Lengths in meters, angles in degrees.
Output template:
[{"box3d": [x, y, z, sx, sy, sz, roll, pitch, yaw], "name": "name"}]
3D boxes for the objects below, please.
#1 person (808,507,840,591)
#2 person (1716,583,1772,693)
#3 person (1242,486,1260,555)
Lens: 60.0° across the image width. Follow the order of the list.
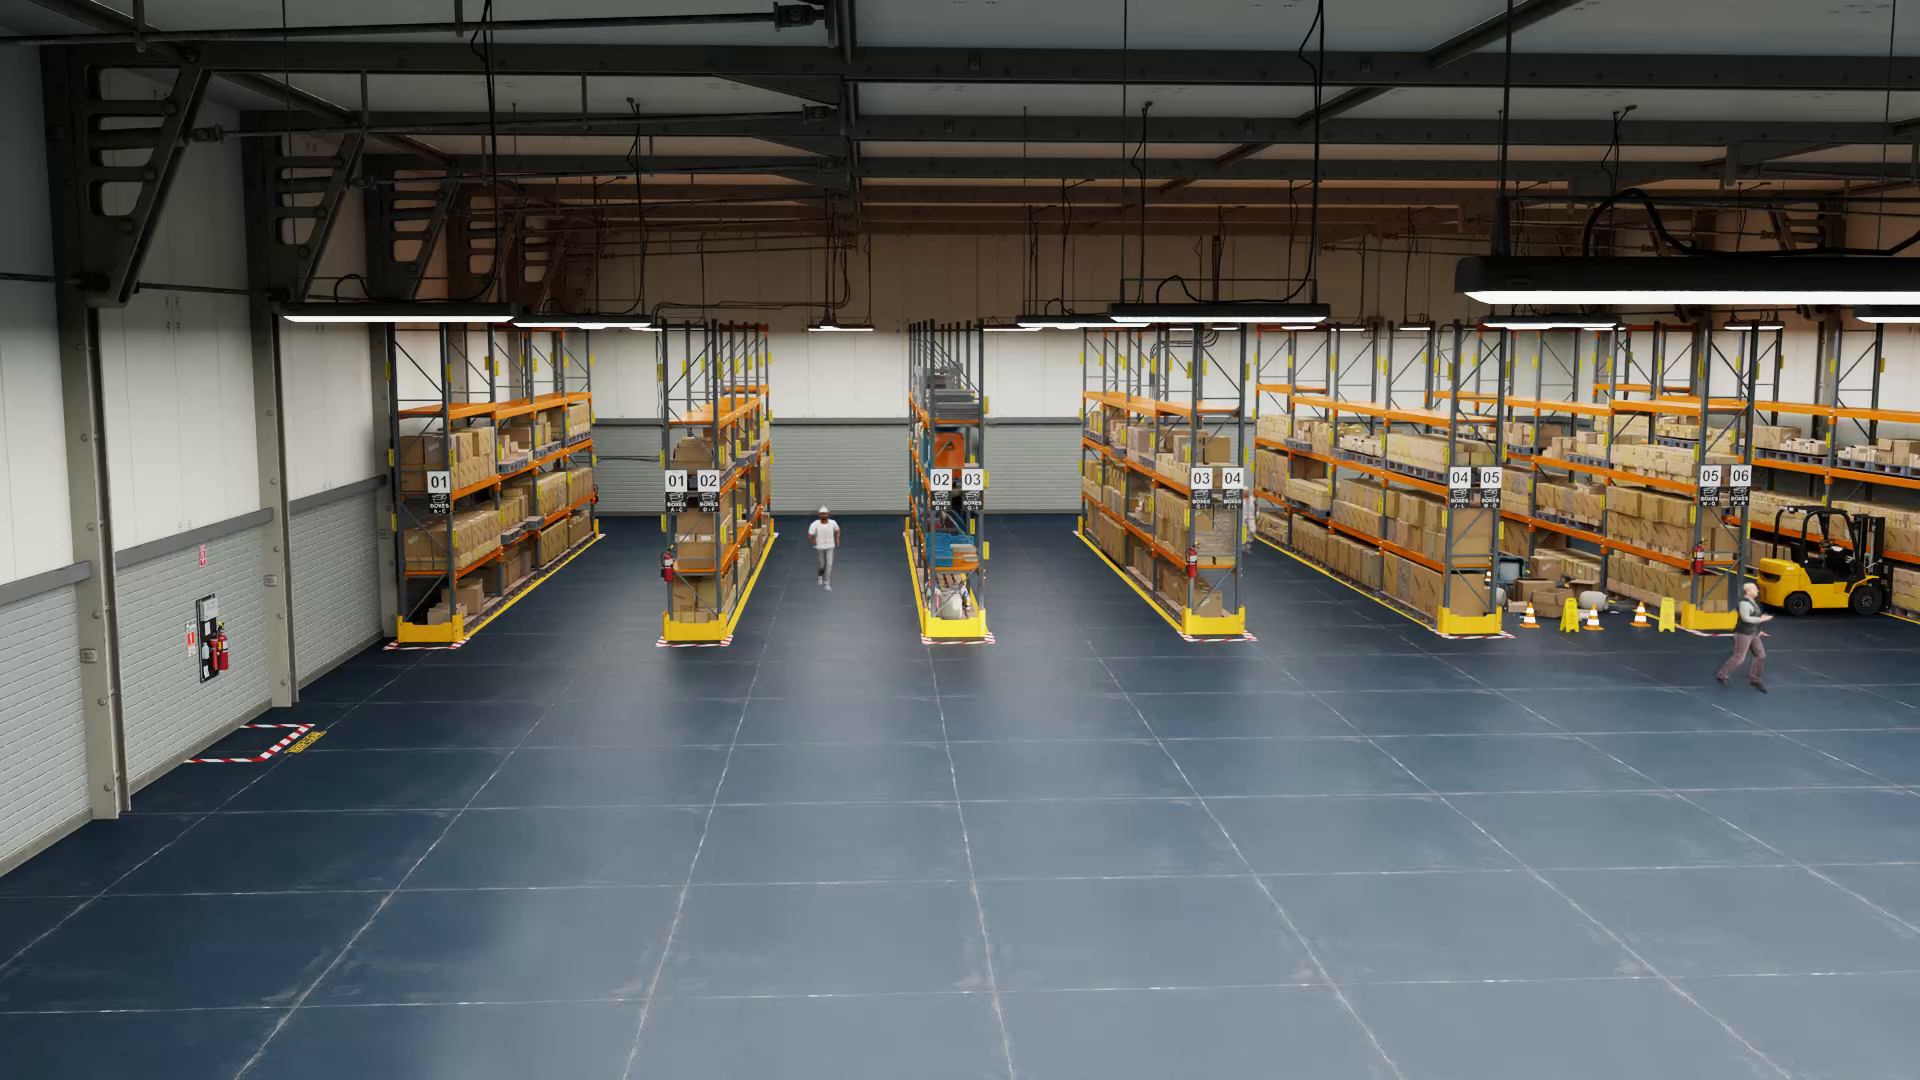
[{"box3d": [-2.888, 0.177, 35.697, 0.712, 1.761, 0.793, -2, 7, -13], "name": "person"}, {"box3d": [12.630, 1.571, 26.743, 0.786, 1.789, 0.672, 6, 9, 41], "name": "person"}, {"box3d": [7.513, -0.514, 43.463, 0.668, 1.785, 0.724, 0, 7, 3], "name": "person"}]
